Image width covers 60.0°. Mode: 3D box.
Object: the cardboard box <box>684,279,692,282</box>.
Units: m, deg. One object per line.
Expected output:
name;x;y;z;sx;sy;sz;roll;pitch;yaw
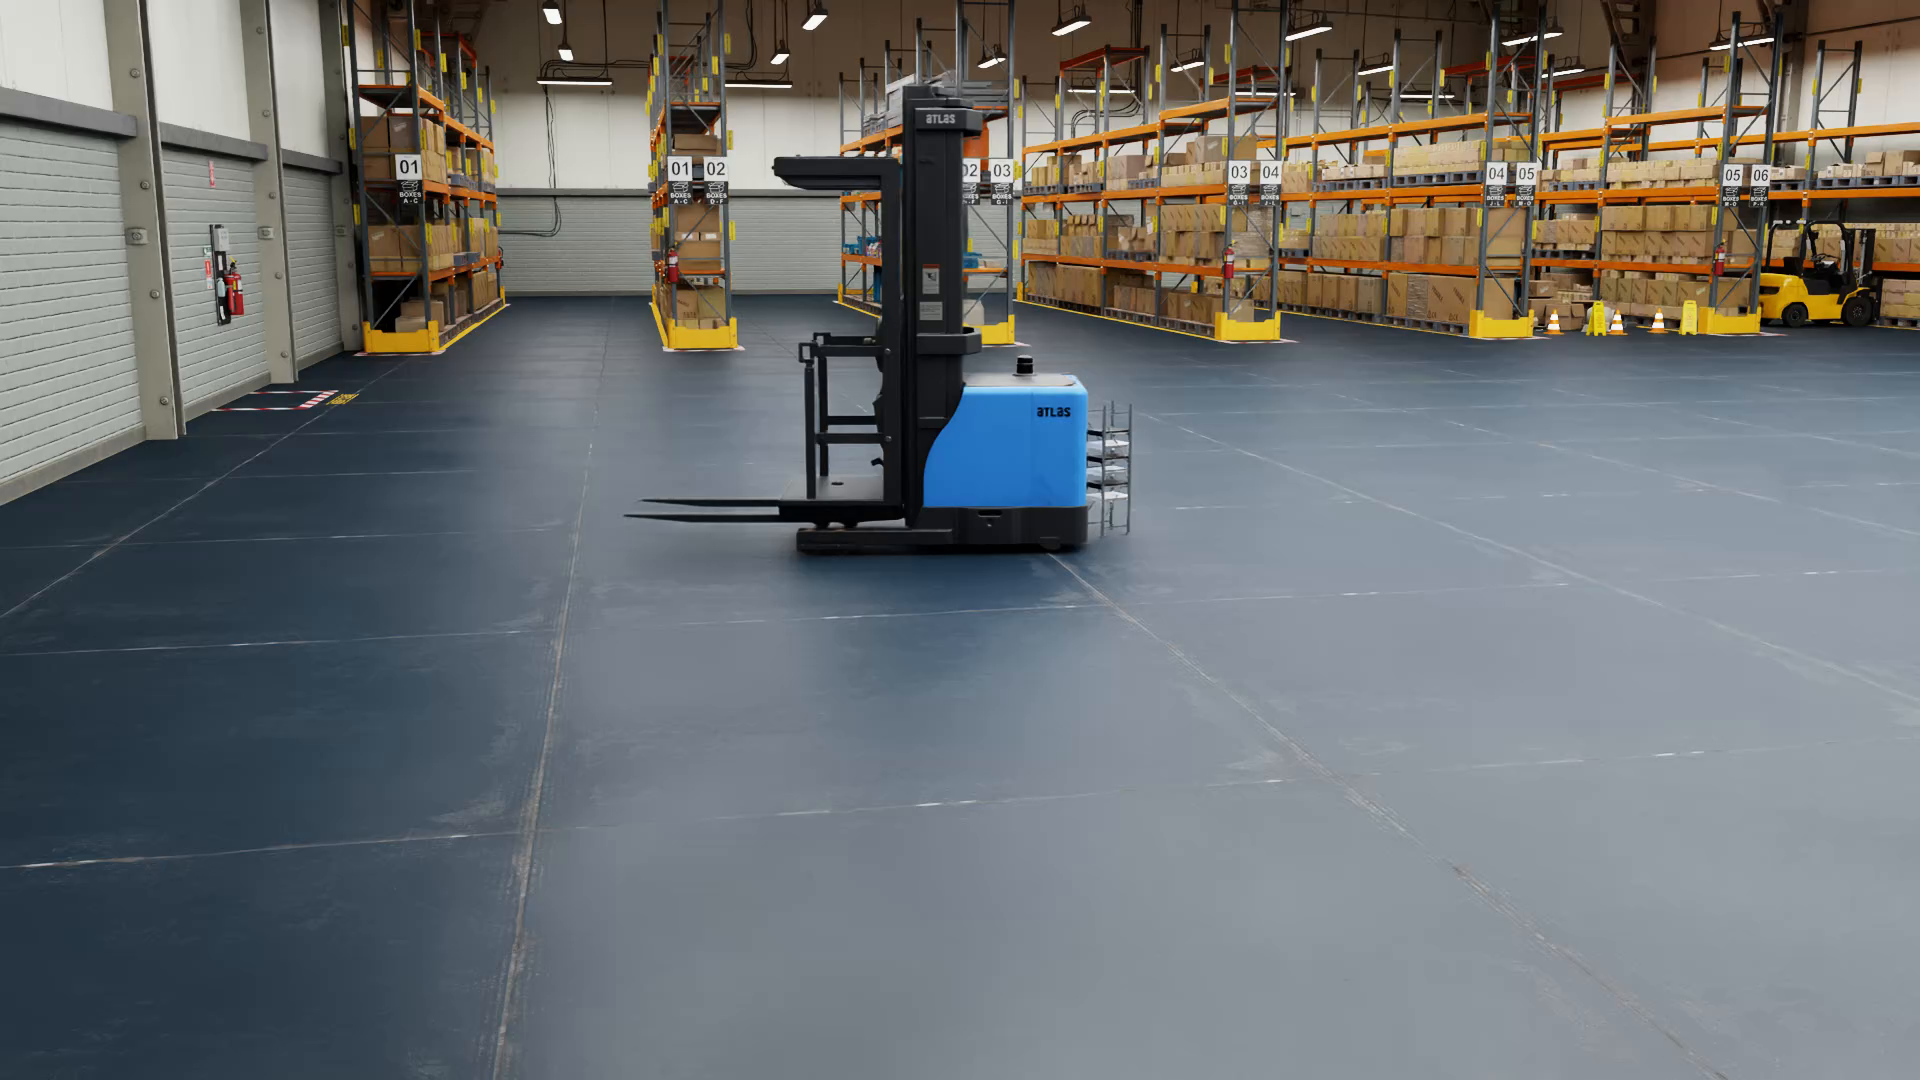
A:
cardboard box;-7.132;-6.321;41.884;0.797;0.503;0.637;-2;11;-11

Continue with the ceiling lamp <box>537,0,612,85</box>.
ceiling lamp;-10.442;-13.938;44.749;2.000;3.185;0.800;-2;11;-11

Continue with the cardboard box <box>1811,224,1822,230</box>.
cardboard box;18.872;-6.865;36.446;0.380;0.149;0.250;-2;11;-10

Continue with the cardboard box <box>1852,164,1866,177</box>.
cardboard box;19.092;-7.800;35.103;0.396;0.266;0.258;-2;11;-12

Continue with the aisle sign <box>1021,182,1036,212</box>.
aisle sign;1.870;-9.359;45.395;0.394;0.787;0.004;-2;11;-11

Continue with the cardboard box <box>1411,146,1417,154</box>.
cardboard box;9.284;-7.819;33.383;0.380;0.149;0.250;-2;11;-12

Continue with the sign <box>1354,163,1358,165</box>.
sign;9.165;-8.560;38.529;0.100;0.325;0.005;-2;11;-11

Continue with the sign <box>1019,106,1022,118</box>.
sign;1.633;-11.545;44.863;0.100;0.325;0.005;-2;11;-11

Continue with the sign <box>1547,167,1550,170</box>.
sign;13.988;-8.720;39.583;0.100;0.325;0.005;-2;11;-11

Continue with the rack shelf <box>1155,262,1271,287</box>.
rack shelf;4.902;-5.159;32.203;1.077;0.370;4.000;-2;11;-11

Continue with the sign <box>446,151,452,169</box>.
sign;-9.533;-7.087;31.006;0.100;0.325;0.005;-2;11;-11

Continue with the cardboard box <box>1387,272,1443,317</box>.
cardboard box;9.451;-5.086;34.453;0.875;0.875;0.875;-2;11;-10

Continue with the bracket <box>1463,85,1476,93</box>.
bracket;16.237;-14.362;52.960;0.235;0.232;0.430;-2;11;-11

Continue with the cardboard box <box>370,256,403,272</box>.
cardboard box;-9.567;-4.620;27.795;0.500;0.250;0.500;-2;11;-10

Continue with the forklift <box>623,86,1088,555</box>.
forklift;-0.686;-1.444;10.943;3.031;2.935;1.130;0;11;0

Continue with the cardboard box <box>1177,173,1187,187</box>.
cardboard box;4.543;-6.999;32.324;0.500;0.250;0.500;-3;11;-13

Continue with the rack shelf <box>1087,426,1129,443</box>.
rack shelf;1.007;-0.718;11.298;0.258;0.077;0.200;-7;13;-31

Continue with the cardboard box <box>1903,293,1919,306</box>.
cardboard box;19.478;-4.866;33.634;0.500;0.250;0.500;-2;11;-12

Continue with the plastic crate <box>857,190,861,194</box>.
plastic crate;-2.281;-8.602;40.915;0.450;0.188;0.662;-2;11;-11

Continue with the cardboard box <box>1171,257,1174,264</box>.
cardboard box;4.429;-5.569;33.103;0.380;0.149;0.250;-2;11;-11

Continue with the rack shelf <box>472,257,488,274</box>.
rack shelf;-11.231;-6.086;37.072;1.077;0.370;4.000;-2;11;-11

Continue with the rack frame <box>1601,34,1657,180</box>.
rack frame;14.233;-9.187;35.395;1.000;3.000;0.127;-2;11;-11

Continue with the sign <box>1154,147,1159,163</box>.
sign;3.969;-7.779;33.587;0.100;0.325;0.005;-2;11;-11

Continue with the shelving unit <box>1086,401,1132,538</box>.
shelving unit;1.007;-0.486;11.343;0.258;0.900;0.210;-7;13;-31

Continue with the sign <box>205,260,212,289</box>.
sign;-8.654;-3.059;19.152;0.001;0.329;0.234;-2;11;-11

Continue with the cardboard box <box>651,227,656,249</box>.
cardboard box;-6.889;-7.147;39.334;0.700;0.500;0.500;-6;12;-30

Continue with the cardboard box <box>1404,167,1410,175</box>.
cardboard box;9.234;-7.474;33.702;0.380;0.149;0.250;-2;11;-11

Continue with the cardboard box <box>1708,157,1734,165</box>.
cardboard box;14.656;-7.299;32.040;0.380;0.149;0.250;-2;11;-10

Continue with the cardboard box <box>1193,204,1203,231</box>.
cardboard box;4.743;-6.107;31.523;0.500;0.500;0.500;-2;11;-11

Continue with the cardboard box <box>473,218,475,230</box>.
cardboard box;-10.782;-6.837;35.973;0.500;0.250;0.500;-2;11;-12

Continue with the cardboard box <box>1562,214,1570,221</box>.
cardboard box;13.699;-7.212;37.142;0.380;0.149;0.250;-3;11;-13

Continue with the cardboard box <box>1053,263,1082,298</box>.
cardboard box;2.907;-6.633;42.582;0.875;0.875;0.875;-2;11;-11

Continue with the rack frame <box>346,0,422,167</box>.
rack frame;-9.286;-7.552;26.808;1.000;3.000;0.127;-2;11;-11

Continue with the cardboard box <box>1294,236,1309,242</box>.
cardboard box;8.077;-7.078;39.113;0.380;0.149;0.250;-2;11;-10

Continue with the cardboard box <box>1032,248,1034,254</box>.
cardboard box;2.126;-7.691;44.254;0.380;0.149;0.250;-2;11;-12

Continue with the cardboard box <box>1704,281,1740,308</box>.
cardboard box;15.120;-4.892;33.102;0.500;0.500;0.500;-3;11;-13

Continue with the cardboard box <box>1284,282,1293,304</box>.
cardboard box;8.138;-5.959;40.047;0.500;0.500;0.500;-2;11;-9

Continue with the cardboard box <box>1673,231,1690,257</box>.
cardboard box;14.543;-5.883;33.018;0.500;0.500;0.500;-2;11;-11

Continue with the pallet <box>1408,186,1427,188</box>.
pallet;12.528;-9.287;44.183;1.003;0.211;1.213;-2;11;-11

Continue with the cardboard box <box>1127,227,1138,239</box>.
cardboard box;4.085;-6.672;36.837;0.700;0.500;0.500;0;11;-3

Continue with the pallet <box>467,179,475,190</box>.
pallet;-11.019;-7.569;35.425;1.213;0.211;1.003;-2;11;-8

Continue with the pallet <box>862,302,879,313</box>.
pallet;-1.793;-5.653;40.334;1.003;0.211;1.213;-2;11;-11

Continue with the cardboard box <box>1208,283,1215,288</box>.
cardboard box;6.989;-6.943;45.360;0.380;0.149;0.250;-2;11;-9

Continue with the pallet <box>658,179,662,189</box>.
pallet;-5.764;-7.513;35.128;1.213;0.211;1.003;-2;11;-8

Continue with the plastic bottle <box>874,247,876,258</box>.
plastic bottle;-1.965;-6.770;39.086;0.097;0.271;0.097;0;11;0

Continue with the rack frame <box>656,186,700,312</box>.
rack frame;-6.761;-6.987;39.882;1.000;3.000;0.127;-2;11;-11

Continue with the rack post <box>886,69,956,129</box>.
rack post;-0.813;-9.102;34.418;1.013;1.000;3.121;-2;11;-11

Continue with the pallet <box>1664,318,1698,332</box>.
pallet;14.873;-4.300;33.225;1.003;0.211;1.213;-2;11;-11

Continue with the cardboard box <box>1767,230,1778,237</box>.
cardboard box;18.572;-6.980;37.844;0.380;0.149;0.250;-2;11;-13

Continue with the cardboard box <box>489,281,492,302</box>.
cardboard box;-11.759;-6.017;40.352;0.700;0.500;0.500;-2;11;-12

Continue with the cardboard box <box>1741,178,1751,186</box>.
cardboard box;15.265;-6.929;32.226;0.380;0.149;0.250;-2;11;-11
